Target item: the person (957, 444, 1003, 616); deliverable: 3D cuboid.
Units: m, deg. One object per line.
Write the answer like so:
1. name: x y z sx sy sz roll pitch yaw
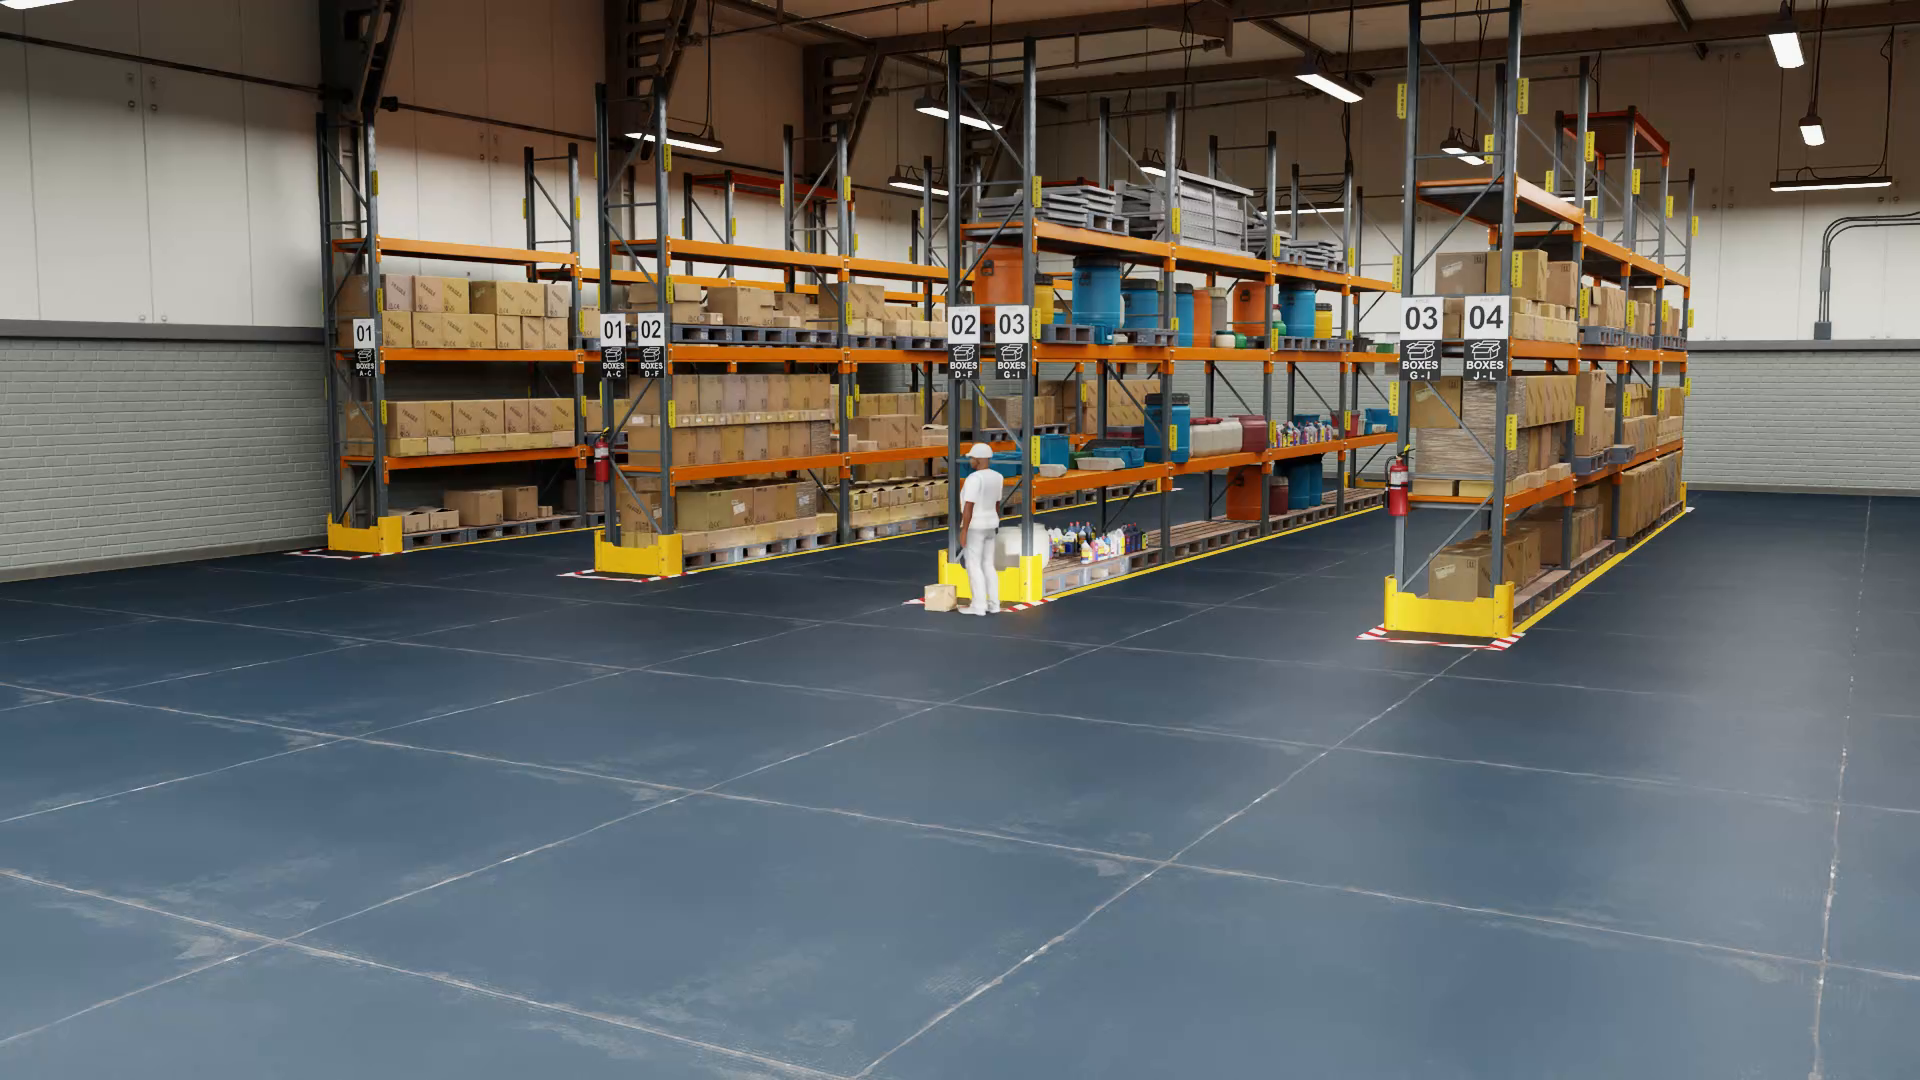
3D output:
1. person: 0.201 -0.113 17.143 0.353 1.761 0.563 4 7 37
